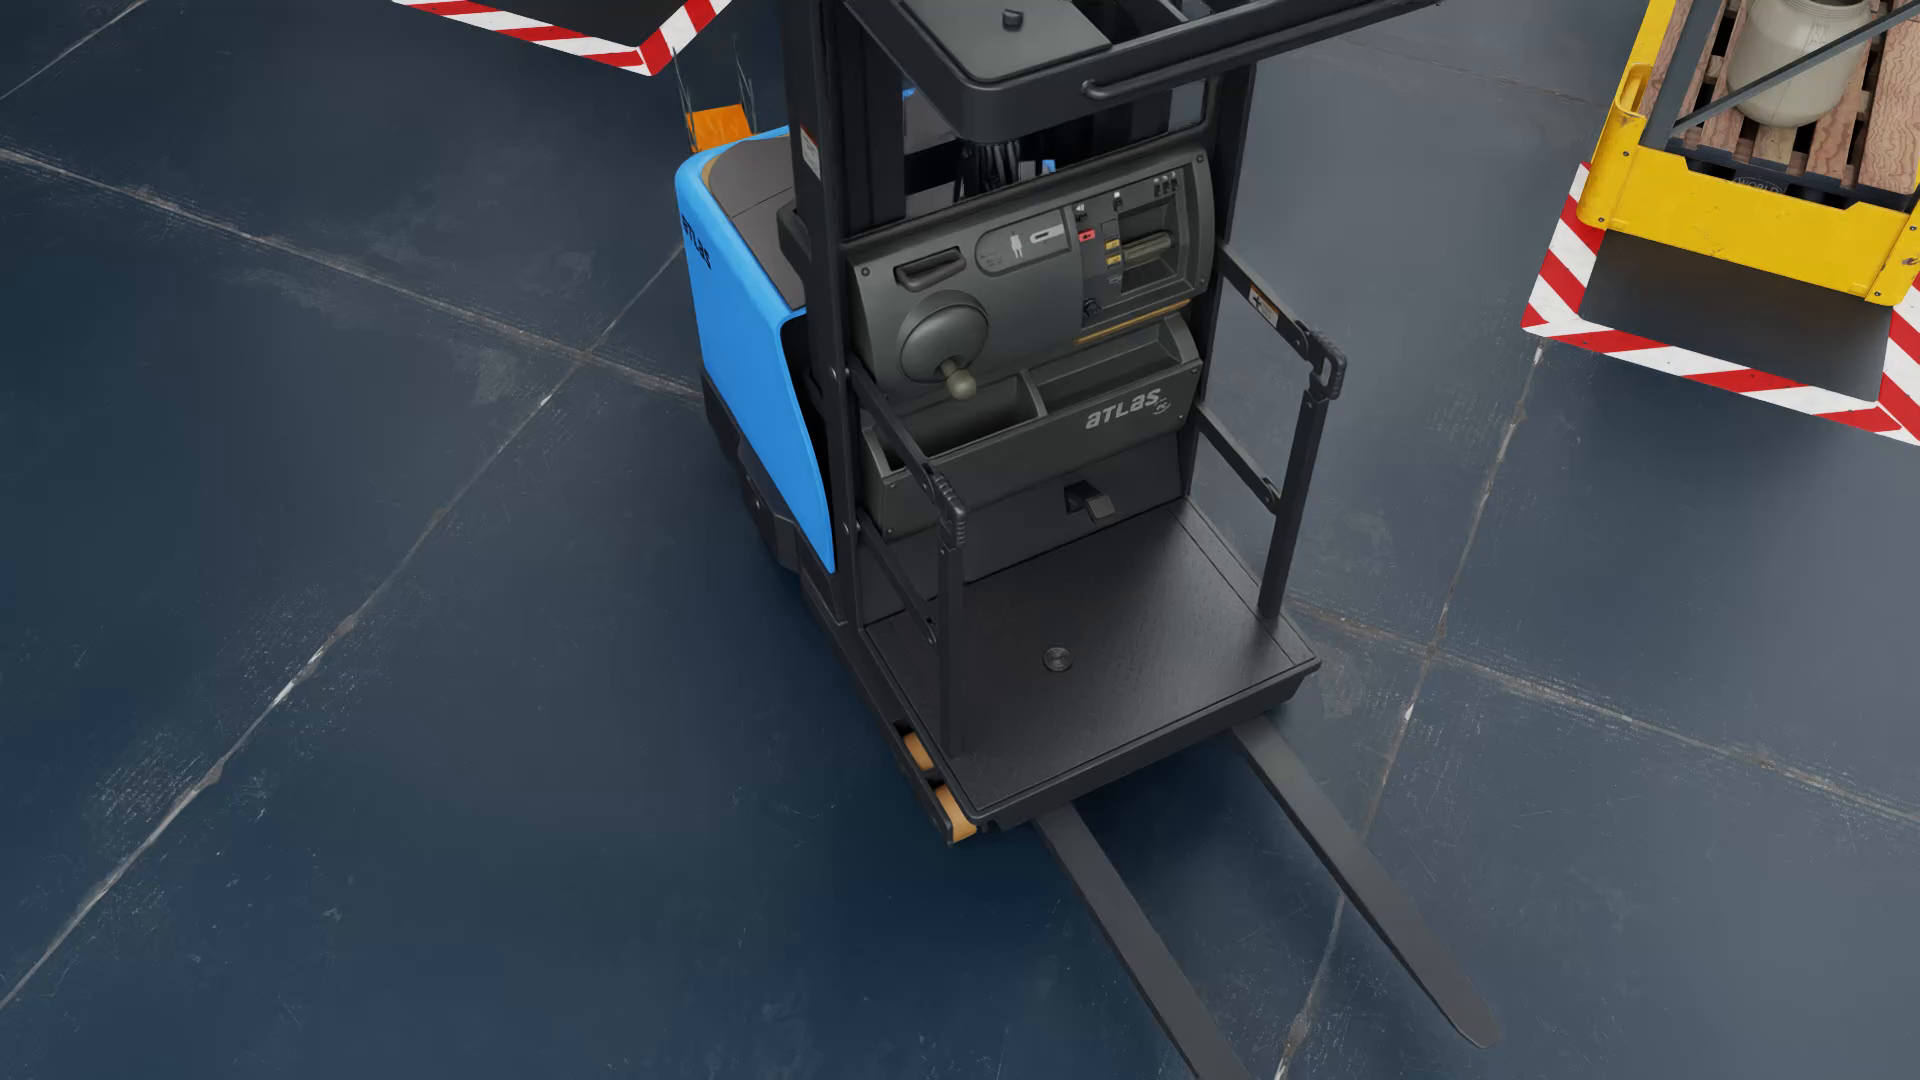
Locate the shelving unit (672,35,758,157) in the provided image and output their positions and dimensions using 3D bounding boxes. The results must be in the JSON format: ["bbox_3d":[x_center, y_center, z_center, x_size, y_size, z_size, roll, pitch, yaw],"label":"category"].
[{"bbox_3d":[-0.722,-1.007,5.318,0.189,1.200,0.258,-13,51,-10],"label":"shelving unit"}]

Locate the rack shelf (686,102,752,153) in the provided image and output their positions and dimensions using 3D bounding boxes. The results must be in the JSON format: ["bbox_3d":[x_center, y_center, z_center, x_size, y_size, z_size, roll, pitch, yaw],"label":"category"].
[{"bbox_3d":[-0.725,-1.212,5.077,0.180,0.103,0.258,-13,51,-10],"label":"rack shelf"}]

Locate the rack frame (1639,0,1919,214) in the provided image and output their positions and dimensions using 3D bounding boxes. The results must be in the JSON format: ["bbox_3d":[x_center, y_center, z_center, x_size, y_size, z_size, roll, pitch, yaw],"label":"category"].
[{"bbox_3d":[2.923,-2.036,5.013,1.000,3.000,0.127,20,52,16],"label":"rack frame"}]

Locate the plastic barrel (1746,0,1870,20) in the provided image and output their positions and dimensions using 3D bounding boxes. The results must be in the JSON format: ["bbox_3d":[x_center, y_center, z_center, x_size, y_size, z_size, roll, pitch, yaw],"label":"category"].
[{"bbox_3d":[3.349,-2.189,6.501,0.421,0.512,0.421,0,50,0],"label":"plastic barrel"}]

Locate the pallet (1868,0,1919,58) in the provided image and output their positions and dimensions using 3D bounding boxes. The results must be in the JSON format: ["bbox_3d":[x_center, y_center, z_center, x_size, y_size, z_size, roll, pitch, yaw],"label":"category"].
[{"bbox_3d":[3.787,-2.595,7.320,1.003,0.211,1.213,20,52,16],"label":"pallet"}]

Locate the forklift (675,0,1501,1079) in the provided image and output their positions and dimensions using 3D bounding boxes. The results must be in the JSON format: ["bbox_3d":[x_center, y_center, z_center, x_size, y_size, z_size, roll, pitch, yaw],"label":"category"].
[{"bbox_3d":[0.292,-0.525,3.772,1.130,2.935,3.031,-22,53,-17],"label":"forklift"}]

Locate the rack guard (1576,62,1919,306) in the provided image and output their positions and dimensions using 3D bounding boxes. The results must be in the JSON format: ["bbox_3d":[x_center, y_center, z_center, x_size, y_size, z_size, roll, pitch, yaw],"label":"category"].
[{"bbox_3d":[2.913,-1.294,6.023,1.175,0.500,0.348,20,52,16],"label":"rack guard"}]

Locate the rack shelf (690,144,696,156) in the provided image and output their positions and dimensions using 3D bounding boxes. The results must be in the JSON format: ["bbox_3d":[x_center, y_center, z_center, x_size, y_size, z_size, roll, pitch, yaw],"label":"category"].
[{"bbox_3d":[-0.723,-1.134,5.169,0.180,0.103,0.258,-13,51,-10],"label":"rack shelf"}]

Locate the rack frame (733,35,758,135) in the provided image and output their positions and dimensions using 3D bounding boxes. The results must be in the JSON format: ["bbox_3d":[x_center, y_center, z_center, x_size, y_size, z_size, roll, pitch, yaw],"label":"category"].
[{"bbox_3d":[-0.634,-1.028,5.334,0.006,1.200,0.240,-13,51,-10],"label":"rack frame"}]

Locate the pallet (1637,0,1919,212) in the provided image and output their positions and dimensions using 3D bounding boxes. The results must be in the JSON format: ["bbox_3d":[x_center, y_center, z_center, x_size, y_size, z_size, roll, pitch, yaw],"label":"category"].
[{"bbox_3d":[3.265,-1.758,6.607,1.003,0.211,1.213,20,52,16],"label":"pallet"}]

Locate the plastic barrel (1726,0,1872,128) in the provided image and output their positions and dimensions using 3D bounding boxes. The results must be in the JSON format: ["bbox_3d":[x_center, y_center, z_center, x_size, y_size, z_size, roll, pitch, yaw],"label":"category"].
[{"bbox_3d":[3.135,-1.844,6.208,0.421,0.512,0.421,0,50,0],"label":"plastic barrel"}]

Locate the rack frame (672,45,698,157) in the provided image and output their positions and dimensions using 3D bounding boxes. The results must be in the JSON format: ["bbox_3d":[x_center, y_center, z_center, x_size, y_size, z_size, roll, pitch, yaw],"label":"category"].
[{"bbox_3d":[-0.809,-0.987,5.302,0.006,1.200,0.240,-13,51,-10],"label":"rack frame"}]
